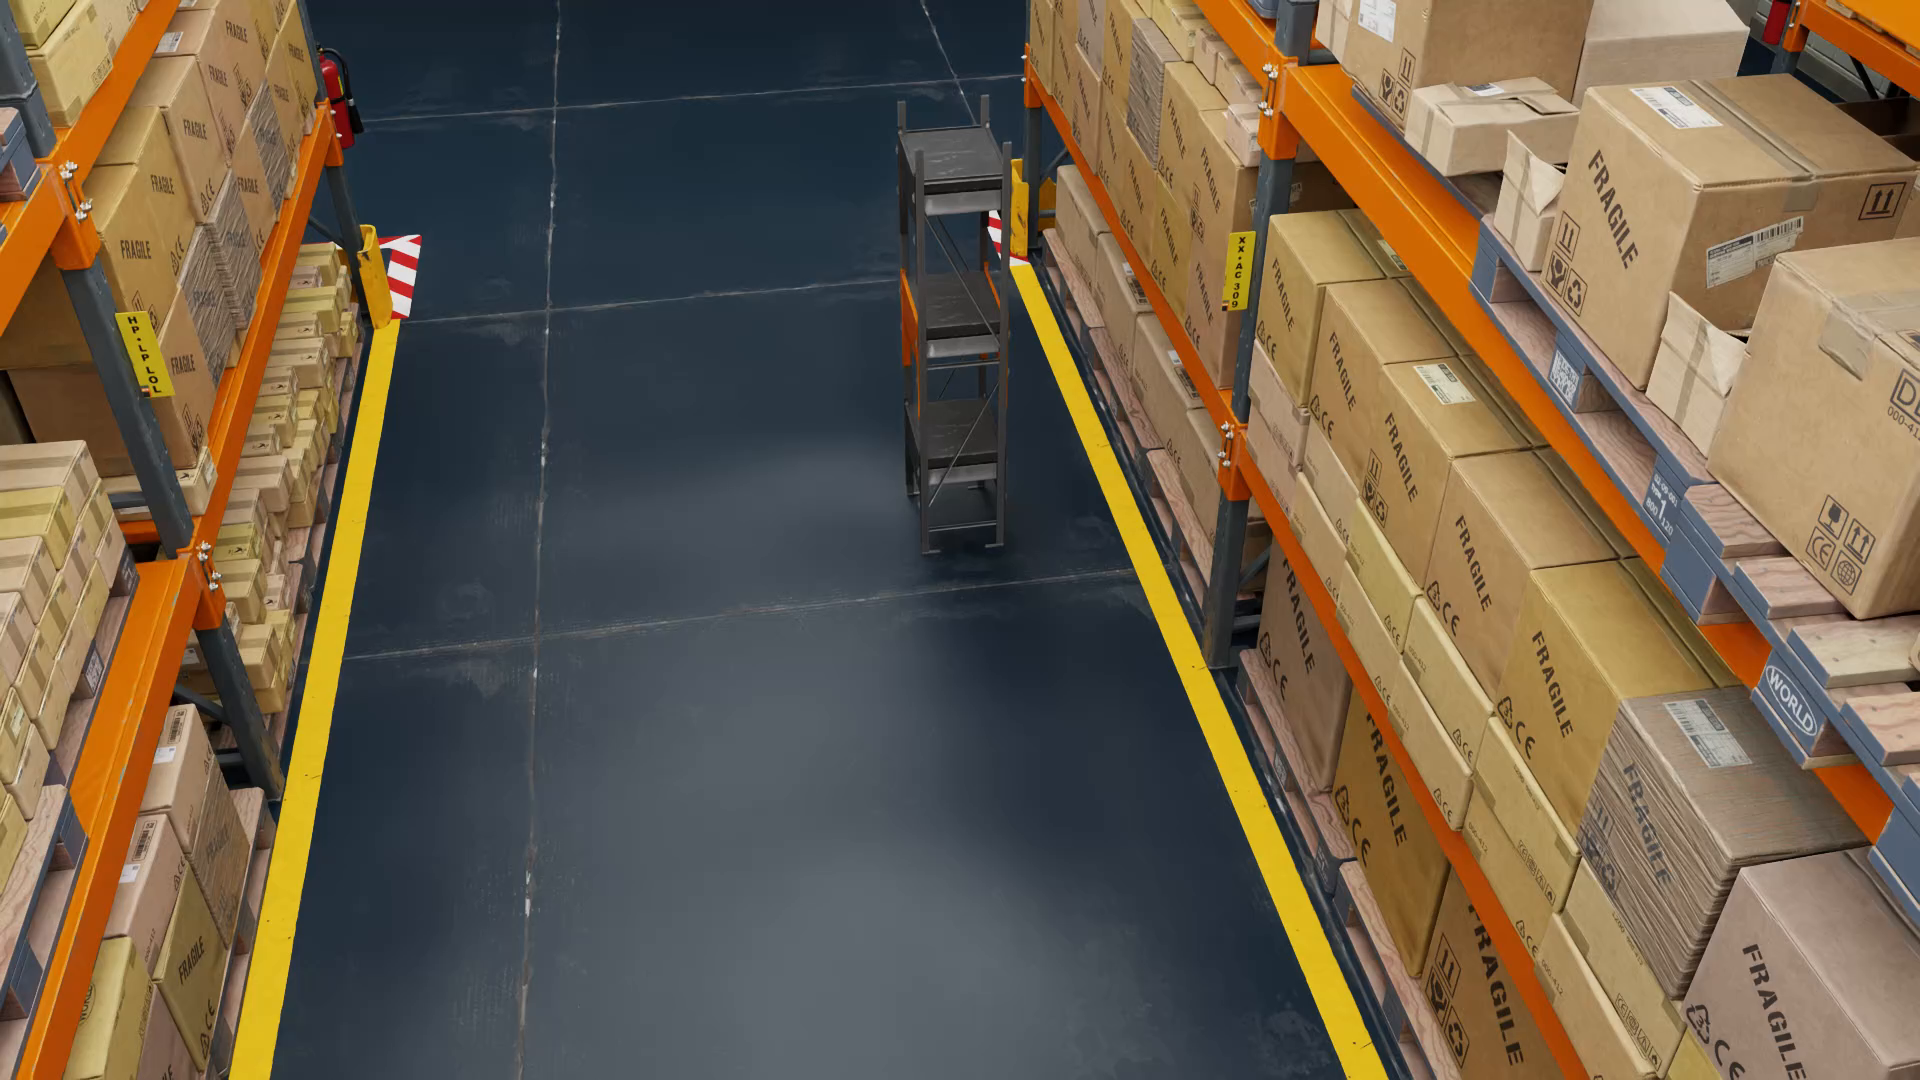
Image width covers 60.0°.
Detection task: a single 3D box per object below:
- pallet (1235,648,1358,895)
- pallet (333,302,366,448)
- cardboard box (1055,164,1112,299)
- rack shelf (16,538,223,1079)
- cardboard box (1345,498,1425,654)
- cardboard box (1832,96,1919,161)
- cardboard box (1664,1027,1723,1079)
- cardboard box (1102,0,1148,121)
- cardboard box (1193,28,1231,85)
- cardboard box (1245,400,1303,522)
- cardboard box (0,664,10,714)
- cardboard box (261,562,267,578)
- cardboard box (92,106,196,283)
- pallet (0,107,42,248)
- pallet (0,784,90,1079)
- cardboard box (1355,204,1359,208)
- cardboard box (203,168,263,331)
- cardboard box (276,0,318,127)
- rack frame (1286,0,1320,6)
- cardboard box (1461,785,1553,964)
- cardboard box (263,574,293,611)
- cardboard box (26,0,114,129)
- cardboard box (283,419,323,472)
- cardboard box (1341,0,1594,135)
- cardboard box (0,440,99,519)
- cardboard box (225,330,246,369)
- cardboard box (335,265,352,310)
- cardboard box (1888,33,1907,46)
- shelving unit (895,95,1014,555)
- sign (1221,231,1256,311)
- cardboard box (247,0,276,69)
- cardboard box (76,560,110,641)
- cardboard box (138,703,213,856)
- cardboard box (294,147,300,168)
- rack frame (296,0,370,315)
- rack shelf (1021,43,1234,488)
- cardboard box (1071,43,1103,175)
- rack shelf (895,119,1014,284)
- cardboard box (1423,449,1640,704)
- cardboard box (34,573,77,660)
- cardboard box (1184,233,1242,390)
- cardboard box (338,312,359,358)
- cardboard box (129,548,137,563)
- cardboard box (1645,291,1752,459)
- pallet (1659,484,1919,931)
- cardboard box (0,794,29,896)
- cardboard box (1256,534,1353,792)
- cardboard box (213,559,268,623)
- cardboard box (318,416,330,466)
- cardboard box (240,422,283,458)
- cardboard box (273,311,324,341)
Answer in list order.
[{"bbox_3d":[1.798,0.867,6.862,1.003,0.211,1.213,-6,38,-8],"label":"pallet"},{"bbox_3d":[-3.847,-0.873,9.101,1.003,0.211,1.213,-6,38,-8],"label":"pallet"},{"bbox_3d":[1.101,-1.874,9.863,0.875,0.438,0.875,-7,38,-9],"label":"cardboard box"},{"bbox_3d":[-2.916,1.394,4.497,1.077,0.370,4.000,-6,38,-8],"label":"rack shelf"},{"bbox_3d":[1.569,0.086,5.310,0.500,0.250,0.500,-6,38,-7],"label":"cardboard box"},{"bbox_3d":[5.787,-2.444,10.544,0.797,0.503,0.637,-8,38,-10],"label":"cardboard box"},{"bbox_3d":[1.955,1.321,3.720,0.500,0.250,0.500,-6,38,-8],"label":"cardboard box"},{"bbox_3d":[0.975,-2.299,7.768,0.500,0.500,0.500,-6,38,-8],"label":"cardboard box"},{"bbox_3d":[1.186,-2.008,6.864,0.380,0.149,0.250,-7,38,-8],"label":"cardboard box"},{"bbox_3d":[1.406,-0.338,6.263,0.500,0.250,0.500,-7,38,-9],"label":"cardboard box"},{"bbox_3d":[-2.827,0.447,4.507,0.380,0.149,0.250,-7,38,-9],"label":"cardboard box"},{"bbox_3d":[-3.226,0.204,7.181,0.380,0.149,0.250,-6,38,-8],"label":"cardboard box"},{"bbox_3d":[-3.212,-1.260,6.188,0.500,0.500,0.500,-7,38,-9],"label":"cardboard box"},{"bbox_3d":[-3.264,-0.824,4.474,1.213,0.211,1.003,-6,38,-8],"label":"pallet"},{"bbox_3d":[-2.953,1.202,4.314,1.003,0.211,1.213,-6,38,-8],"label":"pallet"},{"bbox_3d":[1.744,-1.440,6.662,0.500,0.500,0.500,-6,38,-8],"label":"cardboard box"},{"bbox_3d":[-3.252,-1.188,6.910,0.500,0.500,0.500,-7,38,-9],"label":"cardboard box"},{"bbox_3d":[-3.636,-2.428,8.506,0.500,0.500,0.500,-5,38,-7],"label":"cardboard box"},{"bbox_3d":[1.589,-3.061,4.755,1.000,3.000,0.127,-6,38,-8],"label":"rack frame"},{"bbox_3d":[1.768,0.893,4.678,0.500,0.250,0.500,-7,38,-8],"label":"cardboard box"},{"bbox_3d":[-3.156,0.302,7.298,0.380,0.149,0.250,-6,38,-8],"label":"cardboard box"},{"bbox_3d":[-3.088,-1.532,5.354,0.500,0.250,0.500,-4,38,-6],"label":"cardboard box"},{"bbox_3d":[-3.296,-0.439,8.008,0.380,0.149,0.250,-6,38,-7],"label":"cardboard box"},{"bbox_3d":[1.458,-1.518,4.790,0.500,0.500,0.500,-7,38,-9],"label":"cardboard box"},{"bbox_3d":[-3.004,-0.179,5.312,0.380,0.149,0.250,-5,38,-6],"label":"cardboard box"},{"bbox_3d":[-3.233,-0.833,6.982,0.380,0.149,0.250,-6,38,-7],"label":"cardboard box"},{"bbox_3d":[-3.595,-1.384,9.225,0.380,0.149,0.250,-7,38,-9],"label":"cardboard box"},{"bbox_3d":[5.731,-3.013,9.788,0.380,0.149,0.250,-7,38,-9],"label":"cardboard box"},{"bbox_3d":[-0.029,-0.929,7.634,0.431,2.100,0.503,-6,38,-8],"label":"shelving unit"},{"bbox_3d":[1.042,-1.004,6.228,0.100,0.325,0.005,-6,38,-8],"label":"sign"},{"bbox_3d":[-3.554,-2.511,7.797,0.500,0.500,0.500,-7,38,-9],"label":"cardboard box"},{"bbox_3d":[-2.956,0.210,5.297,0.380,0.149,0.250,-6,38,-8],"label":"cardboard box"},{"bbox_3d":[-2.888,0.849,5.696,0.500,0.250,0.500,-7,38,-9],"label":"cardboard box"},{"bbox_3d":[-3.567,-1.945,8.413,0.380,0.149,0.250,-7,38,-8],"label":"cardboard box"},{"bbox_3d":[-3.968,-2.514,8.941,1.000,3.000,0.127,-6,38,-8],"label":"rack frame"},{"bbox_3d":[1.238,-1.616,8.371,1.077,0.370,4.000,-6,38,-8],"label":"rack shelf"},{"bbox_3d":[0.876,-2.215,8.474,0.500,0.500,0.500,-6,38,-8],"label":"cardboard box"},{"bbox_3d":[-0.029,-1.471,7.213,0.431,0.518,0.480,-6,38,-8],"label":"rack shelf"},{"bbox_3d":[1.682,0.090,4.693,0.500,0.500,0.500,-7,38,-9],"label":"cardboard box"},{"bbox_3d":[-2.915,0.246,5.009,0.380,0.149,0.250,-5,38,-6],"label":"cardboard box"},{"bbox_3d":[1.256,-0.984,6.890,0.500,0.500,0.500,-6,38,-8],"label":"cardboard box"},{"bbox_3d":[-3.526,-1.115,9.121,0.380,0.149,0.250,-5,38,-7],"label":"cardboard box"},{"bbox_3d":[-3.720,0.140,7.021,0.380,0.149,0.250,-7,38,-8],"label":"cardboard box"},{"bbox_3d":[1.704,-0.367,3.500,0.396,0.266,0.258,-7,38,-9],"label":"cardboard box"},{"bbox_3d":[2.125,0.231,3.117,1.213,0.211,1.003,-5,38,-6],"label":"pallet"},{"bbox_3d":[-2.771,0.840,4.486,0.380,0.149,0.250,-5,38,-6],"label":"cardboard box"},{"bbox_3d":[1.776,0.347,6.648,0.875,0.875,0.875,-5,38,-7],"label":"cardboard box"},{"bbox_3d":[-3.113,0.224,6.914,0.380,0.149,0.250,-4,38,-6],"label":"cardboard box"},{"bbox_3d":[-3.374,-0.483,8.309,0.380,0.149,0.250,-6,38,-7],"label":"cardboard box"},{"bbox_3d":[-3.368,-0.397,7.713,0.380,0.149,0.250,-8,39,-10],"label":"cardboard box"},{"bbox_3d":[-3.485,-1.033,8.531,0.380,0.149,0.250,-8,39,-10],"label":"cardboard box"}]
